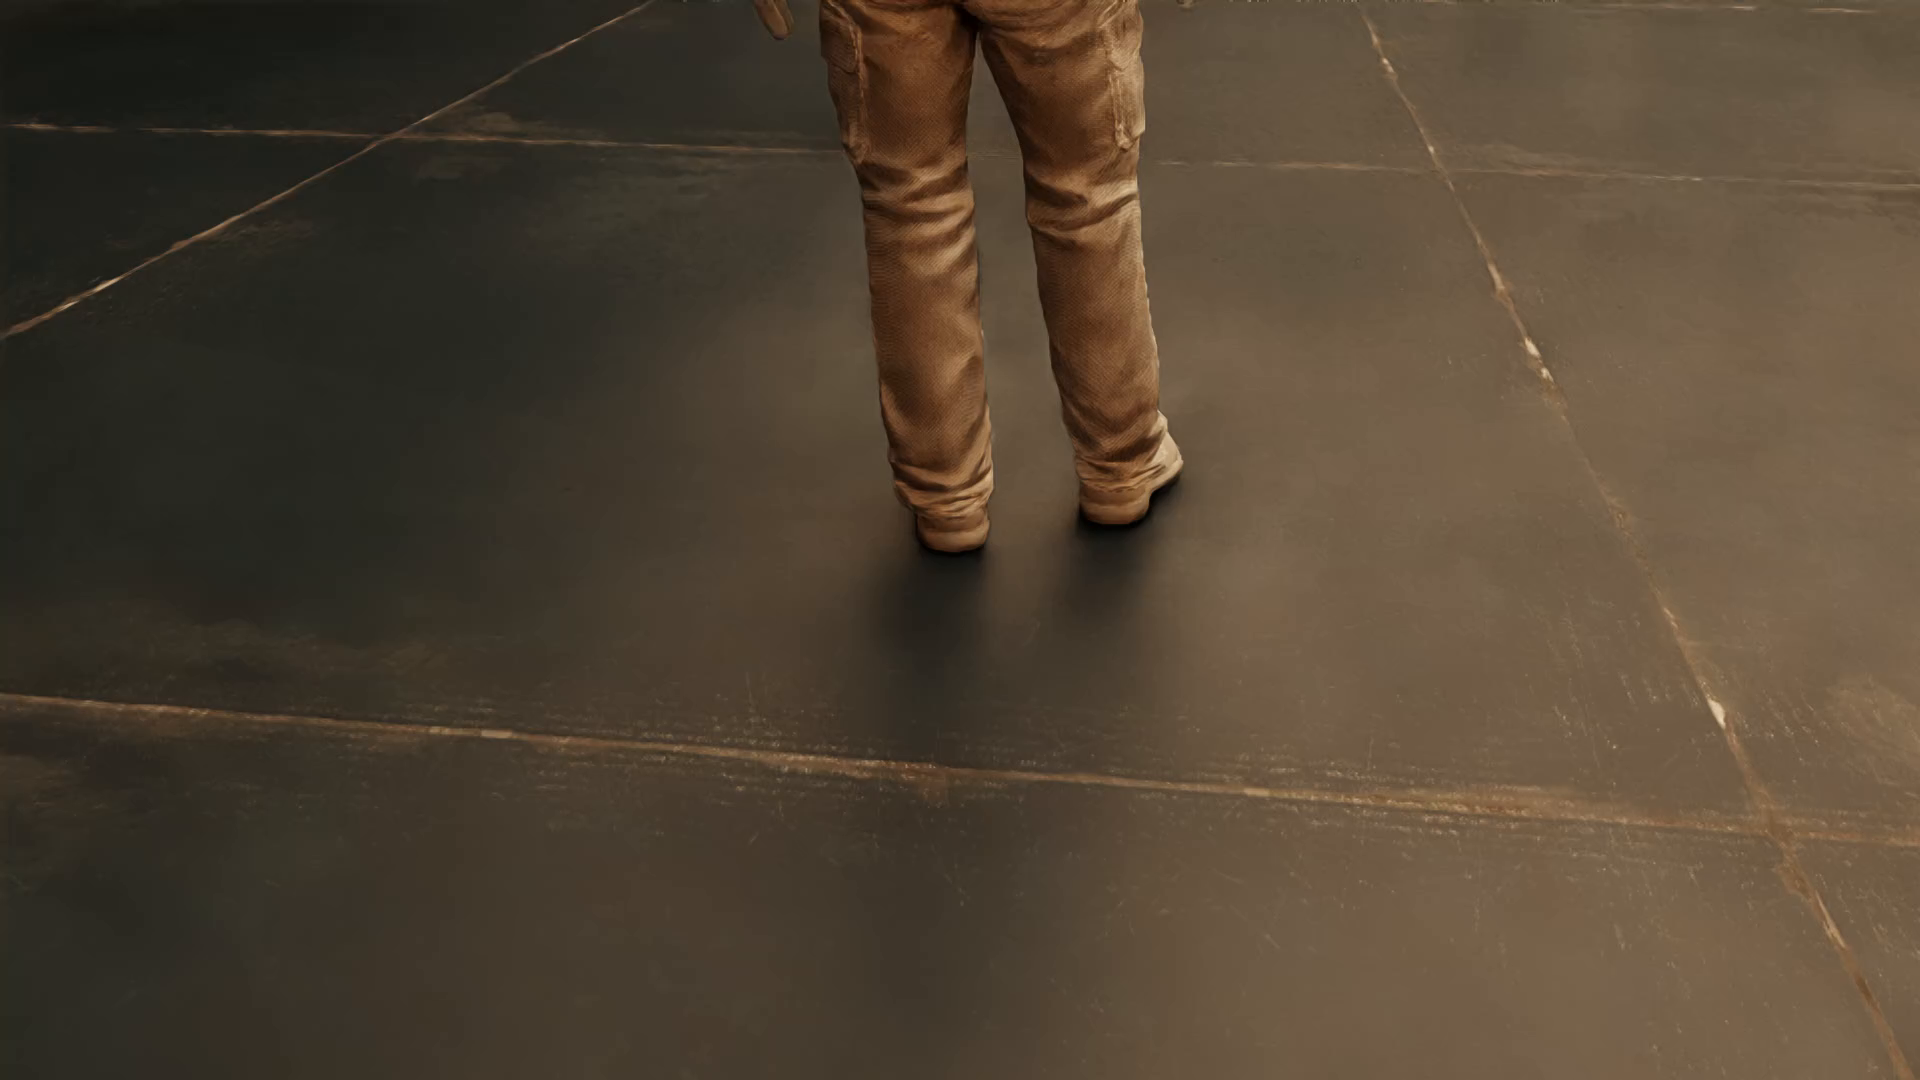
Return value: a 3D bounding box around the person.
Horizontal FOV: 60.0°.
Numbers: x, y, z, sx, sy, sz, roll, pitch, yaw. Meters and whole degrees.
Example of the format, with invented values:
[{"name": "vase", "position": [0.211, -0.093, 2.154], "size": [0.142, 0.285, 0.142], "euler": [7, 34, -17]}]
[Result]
[{"name": "person", "position": [0.017, -0.833, 2.163], "size": [0.655, 1.777, 0.576], "euler": [3, 27, 7]}]
